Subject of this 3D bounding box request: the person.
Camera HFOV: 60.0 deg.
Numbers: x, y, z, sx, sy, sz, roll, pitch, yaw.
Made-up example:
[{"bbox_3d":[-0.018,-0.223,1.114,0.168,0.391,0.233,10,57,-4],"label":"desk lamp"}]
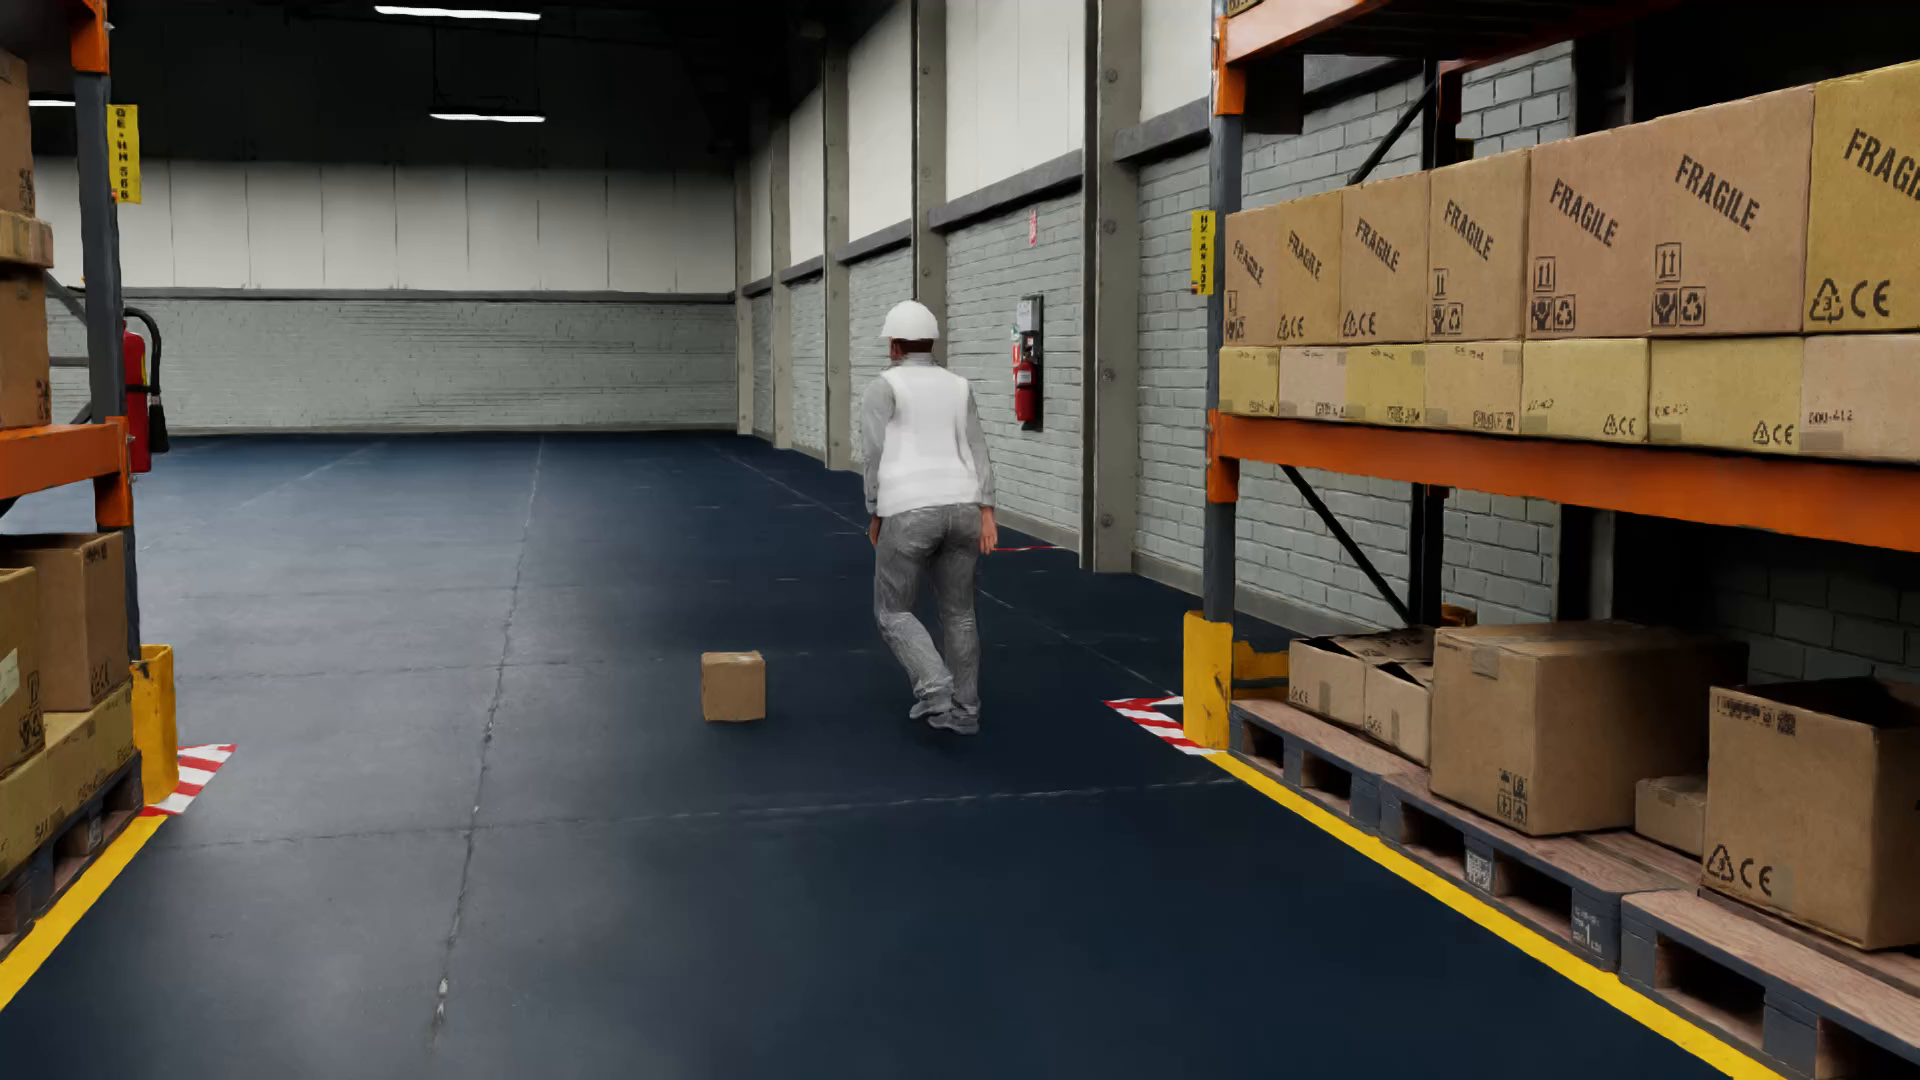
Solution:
[{"bbox_3d":[-0.127,-0.089,6.720,0.546,1.751,0.670,-4,7,-32],"label":"person"}]
